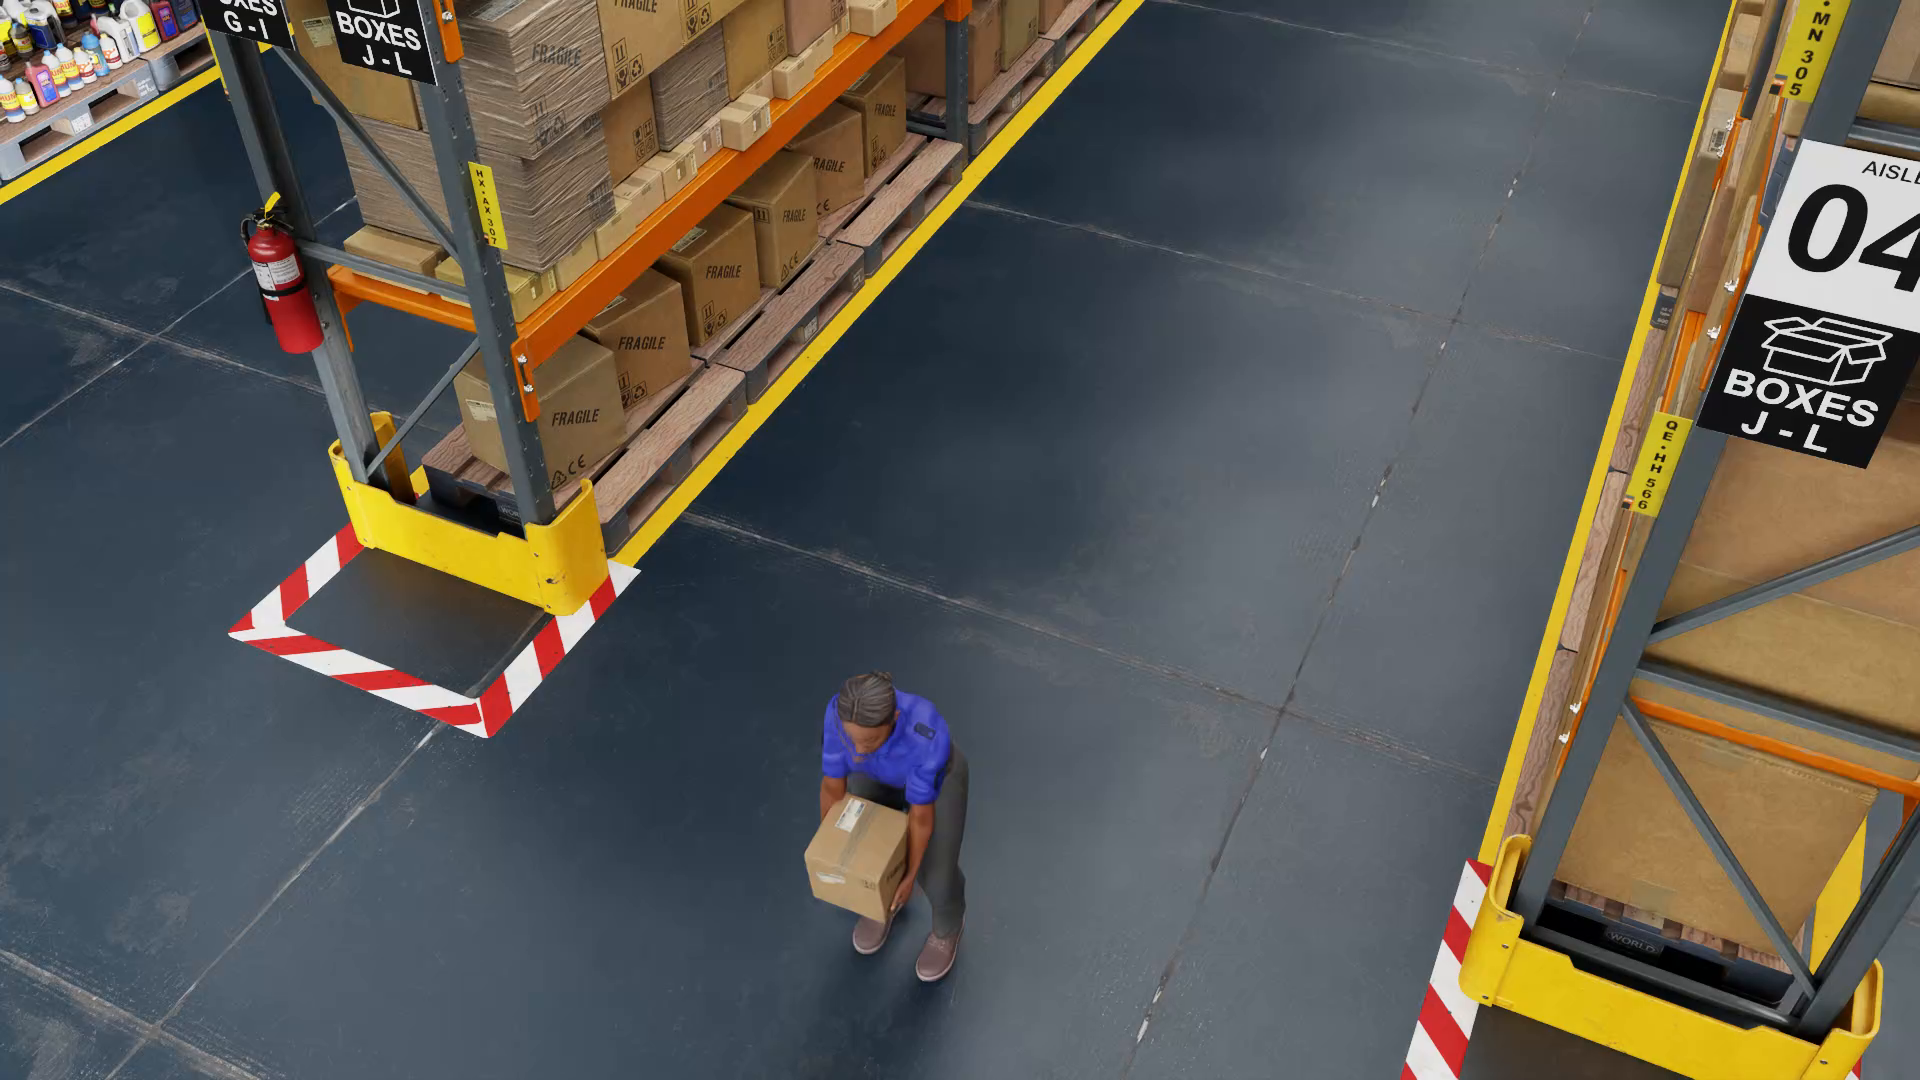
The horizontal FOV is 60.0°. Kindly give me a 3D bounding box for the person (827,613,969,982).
[{"bbox_3d":[-0.194,0.834,5.261,0.412,1.647,0.528,17,45,18],"label":"person"}]
